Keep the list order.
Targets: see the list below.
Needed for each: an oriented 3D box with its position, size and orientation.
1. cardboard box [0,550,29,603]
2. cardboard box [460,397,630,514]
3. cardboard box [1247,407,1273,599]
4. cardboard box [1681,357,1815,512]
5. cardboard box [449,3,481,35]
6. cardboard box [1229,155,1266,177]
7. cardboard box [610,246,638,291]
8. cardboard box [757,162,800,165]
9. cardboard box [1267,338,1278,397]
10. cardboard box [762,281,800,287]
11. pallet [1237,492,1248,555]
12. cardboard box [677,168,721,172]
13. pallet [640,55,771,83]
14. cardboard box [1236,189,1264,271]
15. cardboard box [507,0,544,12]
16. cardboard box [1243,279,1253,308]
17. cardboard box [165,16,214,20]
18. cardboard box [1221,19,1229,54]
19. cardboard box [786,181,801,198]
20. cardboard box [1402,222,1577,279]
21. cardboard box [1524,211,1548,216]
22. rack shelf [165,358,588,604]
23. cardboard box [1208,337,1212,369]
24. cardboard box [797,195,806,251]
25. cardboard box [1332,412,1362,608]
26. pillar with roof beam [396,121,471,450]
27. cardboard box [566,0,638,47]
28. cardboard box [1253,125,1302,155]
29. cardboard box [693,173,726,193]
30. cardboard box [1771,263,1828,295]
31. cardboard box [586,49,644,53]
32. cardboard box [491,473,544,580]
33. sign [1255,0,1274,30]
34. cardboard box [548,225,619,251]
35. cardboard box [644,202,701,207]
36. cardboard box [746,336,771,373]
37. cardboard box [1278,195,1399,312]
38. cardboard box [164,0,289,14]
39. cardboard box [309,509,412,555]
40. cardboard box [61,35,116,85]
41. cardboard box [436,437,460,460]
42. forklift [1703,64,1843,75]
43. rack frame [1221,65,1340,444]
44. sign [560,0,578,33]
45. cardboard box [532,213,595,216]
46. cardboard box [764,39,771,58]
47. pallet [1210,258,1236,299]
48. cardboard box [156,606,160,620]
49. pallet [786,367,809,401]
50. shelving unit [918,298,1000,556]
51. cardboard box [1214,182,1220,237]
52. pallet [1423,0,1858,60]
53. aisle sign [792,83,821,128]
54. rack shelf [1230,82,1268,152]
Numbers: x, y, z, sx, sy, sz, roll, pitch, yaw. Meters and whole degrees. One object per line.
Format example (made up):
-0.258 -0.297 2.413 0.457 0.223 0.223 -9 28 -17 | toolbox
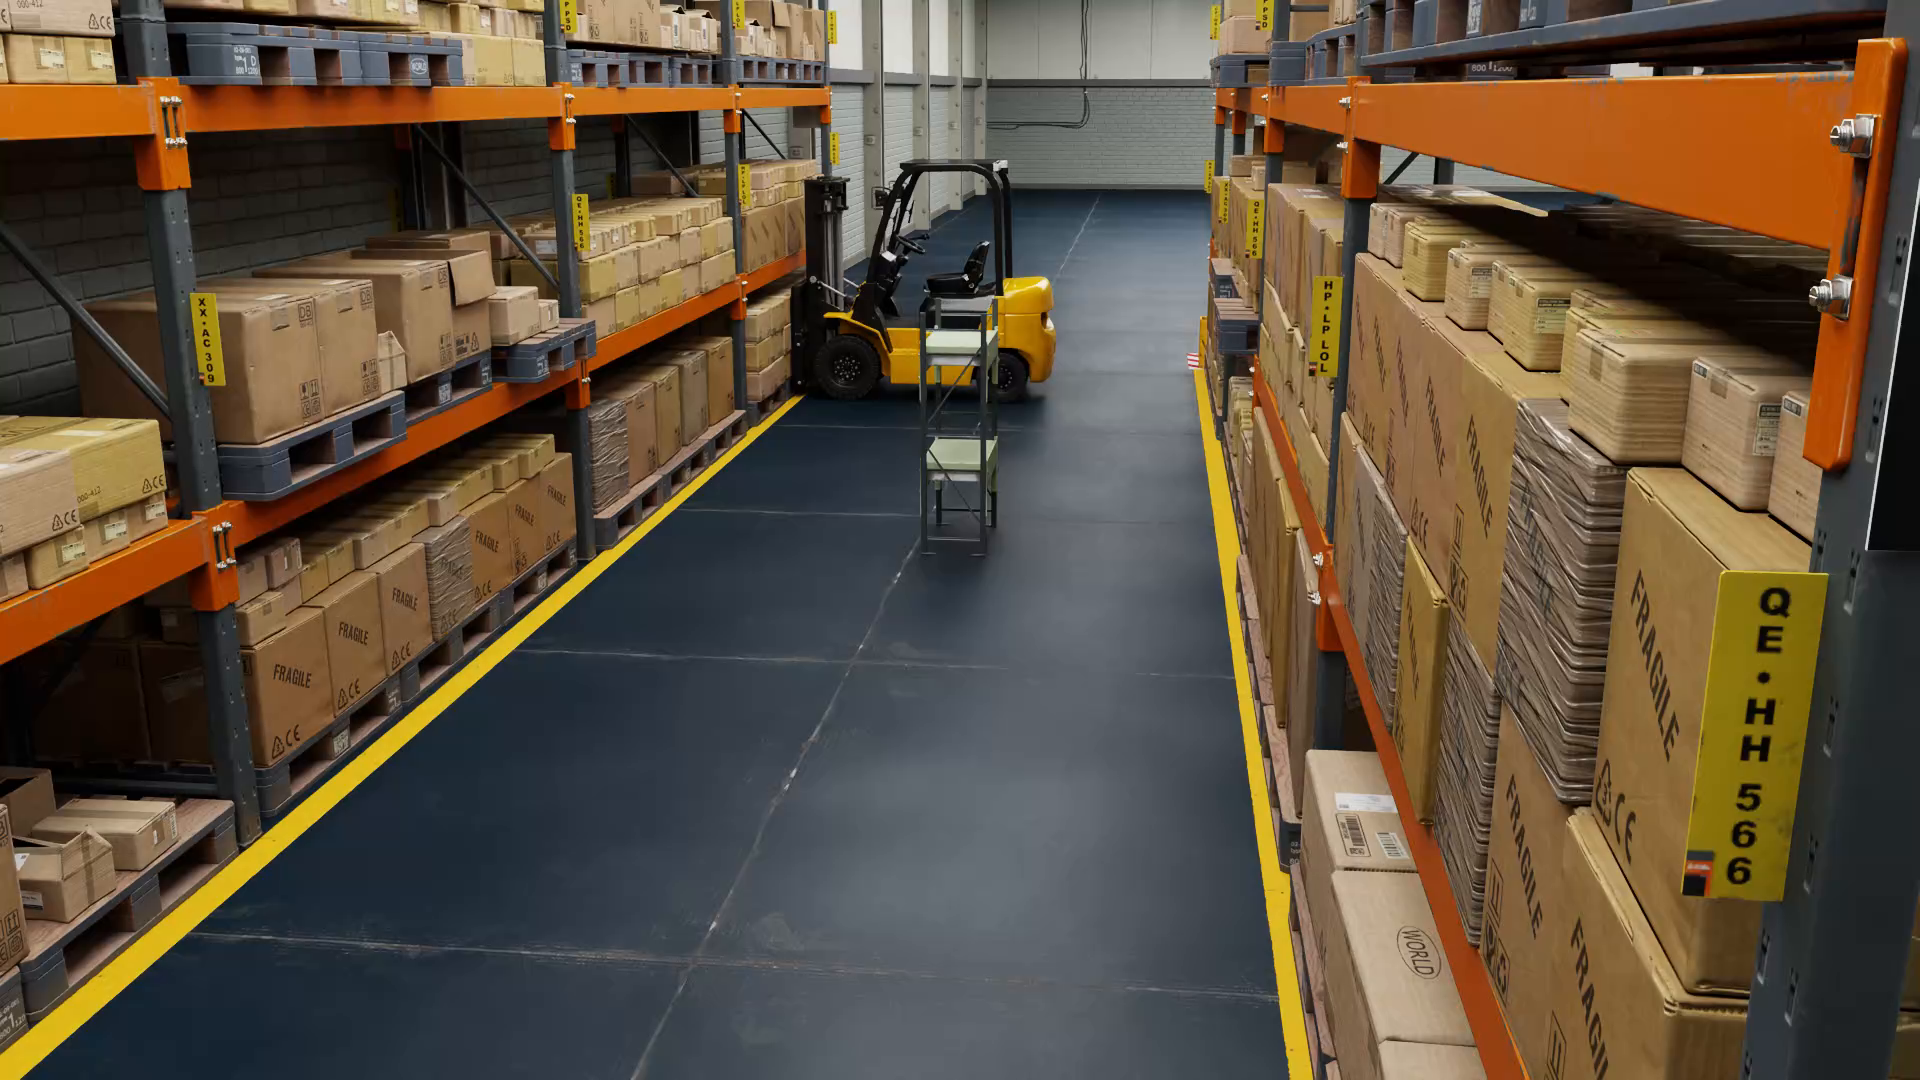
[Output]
-3.054 0.112 4.983 0.380 0.149 0.250 2 15 8 | cardboard box
-2.664 -0.558 10.725 0.875 0.625 0.625 2 15 8 | cardboard box
2.023 -0.196 8.905 0.875 0.875 0.875 2 15 6 | cardboard box
1.128 -0.130 2.047 0.380 0.149 0.250 2 15 7 | cardboard box
-2.638 -2.610 8.344 0.380 0.149 0.250 2 15 6 | cardboard box
2.231 -2.829 12.569 0.380 0.149 0.250 2 15 6 | cardboard box
-2.398 -1.747 10.706 0.500 0.250 0.500 2 15 8 | cardboard box
-1.778 -3.625 16.319 0.380 0.149 0.250 2 15 7 | cardboard box
1.838 -0.870 8.419 0.500 0.250 0.500 1 15 5 | cardboard box
-1.687 -2.381 16.269 0.500 0.250 0.500 2 15 7 | cardboard box
2.274 -0.052 10.449 1.003 0.211 1.213 2 15 6 | pallet
-2.385 -3.306 15.137 0.380 0.149 0.250 2 15 6 | cardboard box
-2.227 -4.005 14.151 1.003 0.211 1.213 2 15 6 | pallet
2.062 -1.981 10.677 0.500 0.500 0.500 1 15 2 | cardboard box
-2.493 -2.954 9.048 0.380 0.149 0.250 2 15 8 | cardboard box
1.929 -1.507 10.166 0.380 0.149 0.250 2 15 6 | cardboard box
-3.241 -2.165 6.662 0.380 0.149 0.250 1 15 4 | cardboard box
2.115 -3.540 11.742 0.500 0.250 0.500 1 15 6 | cardboard box
-1.727 -3.345 15.852 0.380 0.149 0.250 2 15 7 | cardboard box
1.350 -0.731 4.267 0.380 0.149 0.250 2 15 6 | cardboard box
2.157 -1.057 6.718 0.500 0.500 0.500 1 15 5 | cardboard box
-2.974 -0.475 8.049 1.077 0.370 4.000 2 15 6 | rack shelf
2.656 -1.812 16.081 0.500 0.250 0.500 2 15 8 | cardboard box
-1.766 -3.061 16.045 0.500 0.500 0.500 1 15 5 | cardboard box
1.419 -0.092 5.065 0.500 0.500 0.500 2 15 8 | cardboard box
0.781 -4.474 9.970 9.100 9.000 0.400 2 15 6 | pillar with roof beam
-2.467 -3.402 10.564 0.700 0.500 0.500 1 15 5 | cardboard box
3.246 -3.806 16.313 0.700 0.500 0.500 1 15 5 | cardboard box
-2.044 -3.028 14.109 0.380 0.149 0.250 2 15 7 | cardboard box
1.813 -0.449 3.228 0.380 0.149 0.250 1 15 5 | cardboard box
-2.588 -3.741 12.490 0.380 0.149 0.250 2 15 6 | cardboard box
-2.649 -0.091 9.237 0.500 0.500 0.500 1 15 5 | cardboard box
1.645 -2.909 8.938 0.100 0.325 0.005 2 15 6 | sign
-2.387 -1.913 10.554 0.380 0.149 0.250 2 15 8 | cardboard box
-2.206 -2.515 12.782 0.380 0.149 0.250 2 15 6 | cardboard box
-1.936 -1.611 14.379 0.500 0.250 0.500 2 15 6 | cardboard box
1.765 -1.343 7.775 0.500 0.500 0.500 2 15 8 | cardboard box
-2.707 -2.013 6.097 0.380 0.149 0.250 2 15 7 | cardboard box
-2.810 -0.038 7.797 0.380 0.149 0.250 2 15 8 | cardboard box
-2.947 -1.528 5.301 0.380 0.149 0.250 2 15 6 | cardboard box
-3.117 -0.524 9.594 0.380 0.149 0.250 2 15 9 | cardboard box
5.013 -1.592 10.934 1.130 2.935 3.031 2 15 7 | forklift
2.635 -2.233 13.173 1.000 3.000 0.127 2 15 6 | rack frame
-2.210 -3.022 9.353 0.100 0.325 0.005 2 15 6 | sign
-2.759 -2.191 11.584 0.380 0.149 0.250 2 15 8 | cardboard box
-1.858 -4.262 14.418 0.380 0.149 0.250 2 15 8 | cardboard box
2.405 -1.946 12.480 1.003 0.211 1.213 2 15 6 | pallet
-3.420 0.215 6.861 0.380 0.149 0.250 2 15 6 | cardboard box
-2.031 -1.554 16.005 1.003 0.211 1.213 2 15 6 | pallet
0.001 -0.726 10.473 0.431 1.500 0.755 2 15 6 | shelving unit
2.646 -3.081 15.547 0.500 0.500 0.500 1 15 5 | cardboard box
1.490 -1.036 3.169 1.003 0.211 1.213 2 15 6 | pallet
-1.547 -4.679 17.238 0.394 0.787 0.004 2 15 6 | aisle sign
2.410 -2.815 10.957 1.077 0.370 4.000 2 15 6 | rack shelf
